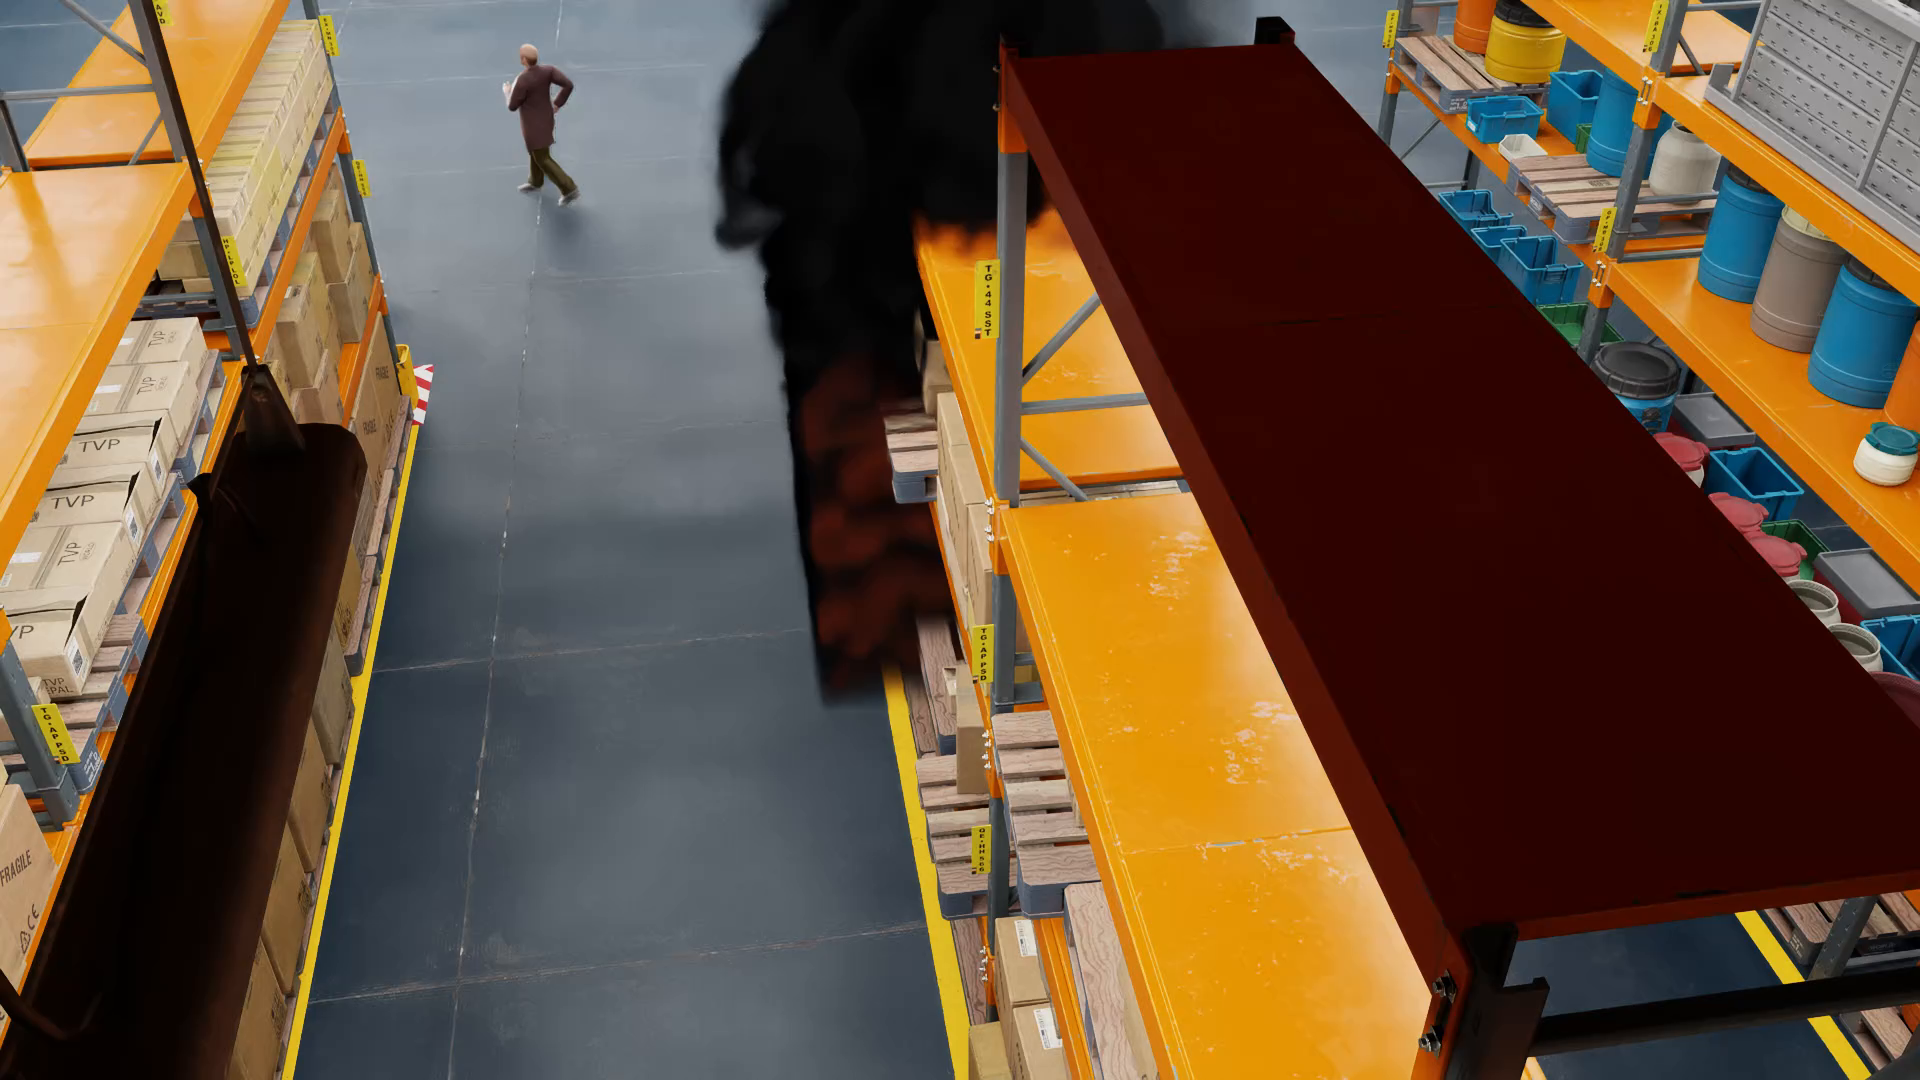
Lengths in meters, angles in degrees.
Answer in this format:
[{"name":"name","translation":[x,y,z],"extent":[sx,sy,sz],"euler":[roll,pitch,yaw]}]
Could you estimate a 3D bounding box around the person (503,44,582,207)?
[{"name":"person","translation":[-4.566,-4.501,18.031],"extent":[1.043,1.784,0.697],"euler":[17,40,22]}]
